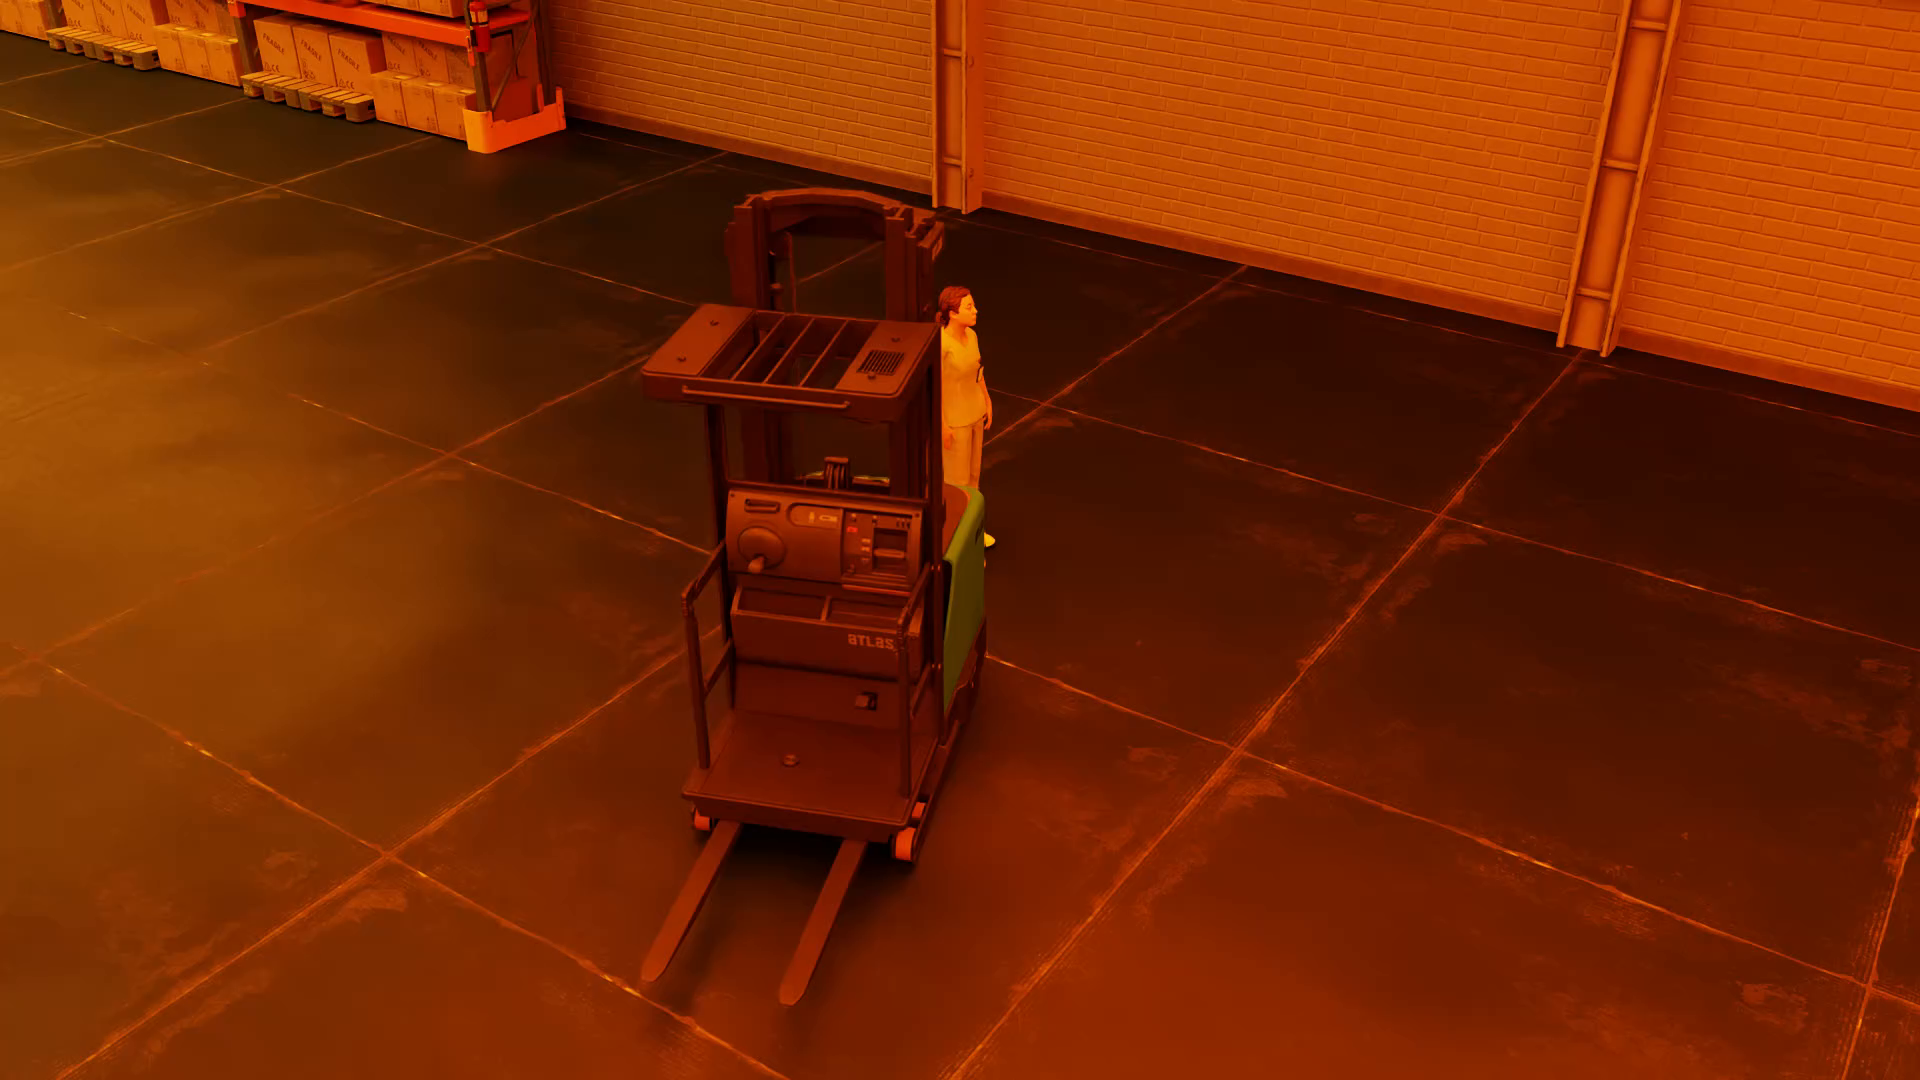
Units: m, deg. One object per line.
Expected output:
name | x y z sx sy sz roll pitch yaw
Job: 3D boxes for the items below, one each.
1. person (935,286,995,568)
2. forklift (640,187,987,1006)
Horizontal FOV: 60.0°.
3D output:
person | 0.054 -0.705 10.030 0.548 1.673 0.549 19 35 29
forklift | -0.675 0.047 7.501 1.130 2.935 3.031 6 31 11
